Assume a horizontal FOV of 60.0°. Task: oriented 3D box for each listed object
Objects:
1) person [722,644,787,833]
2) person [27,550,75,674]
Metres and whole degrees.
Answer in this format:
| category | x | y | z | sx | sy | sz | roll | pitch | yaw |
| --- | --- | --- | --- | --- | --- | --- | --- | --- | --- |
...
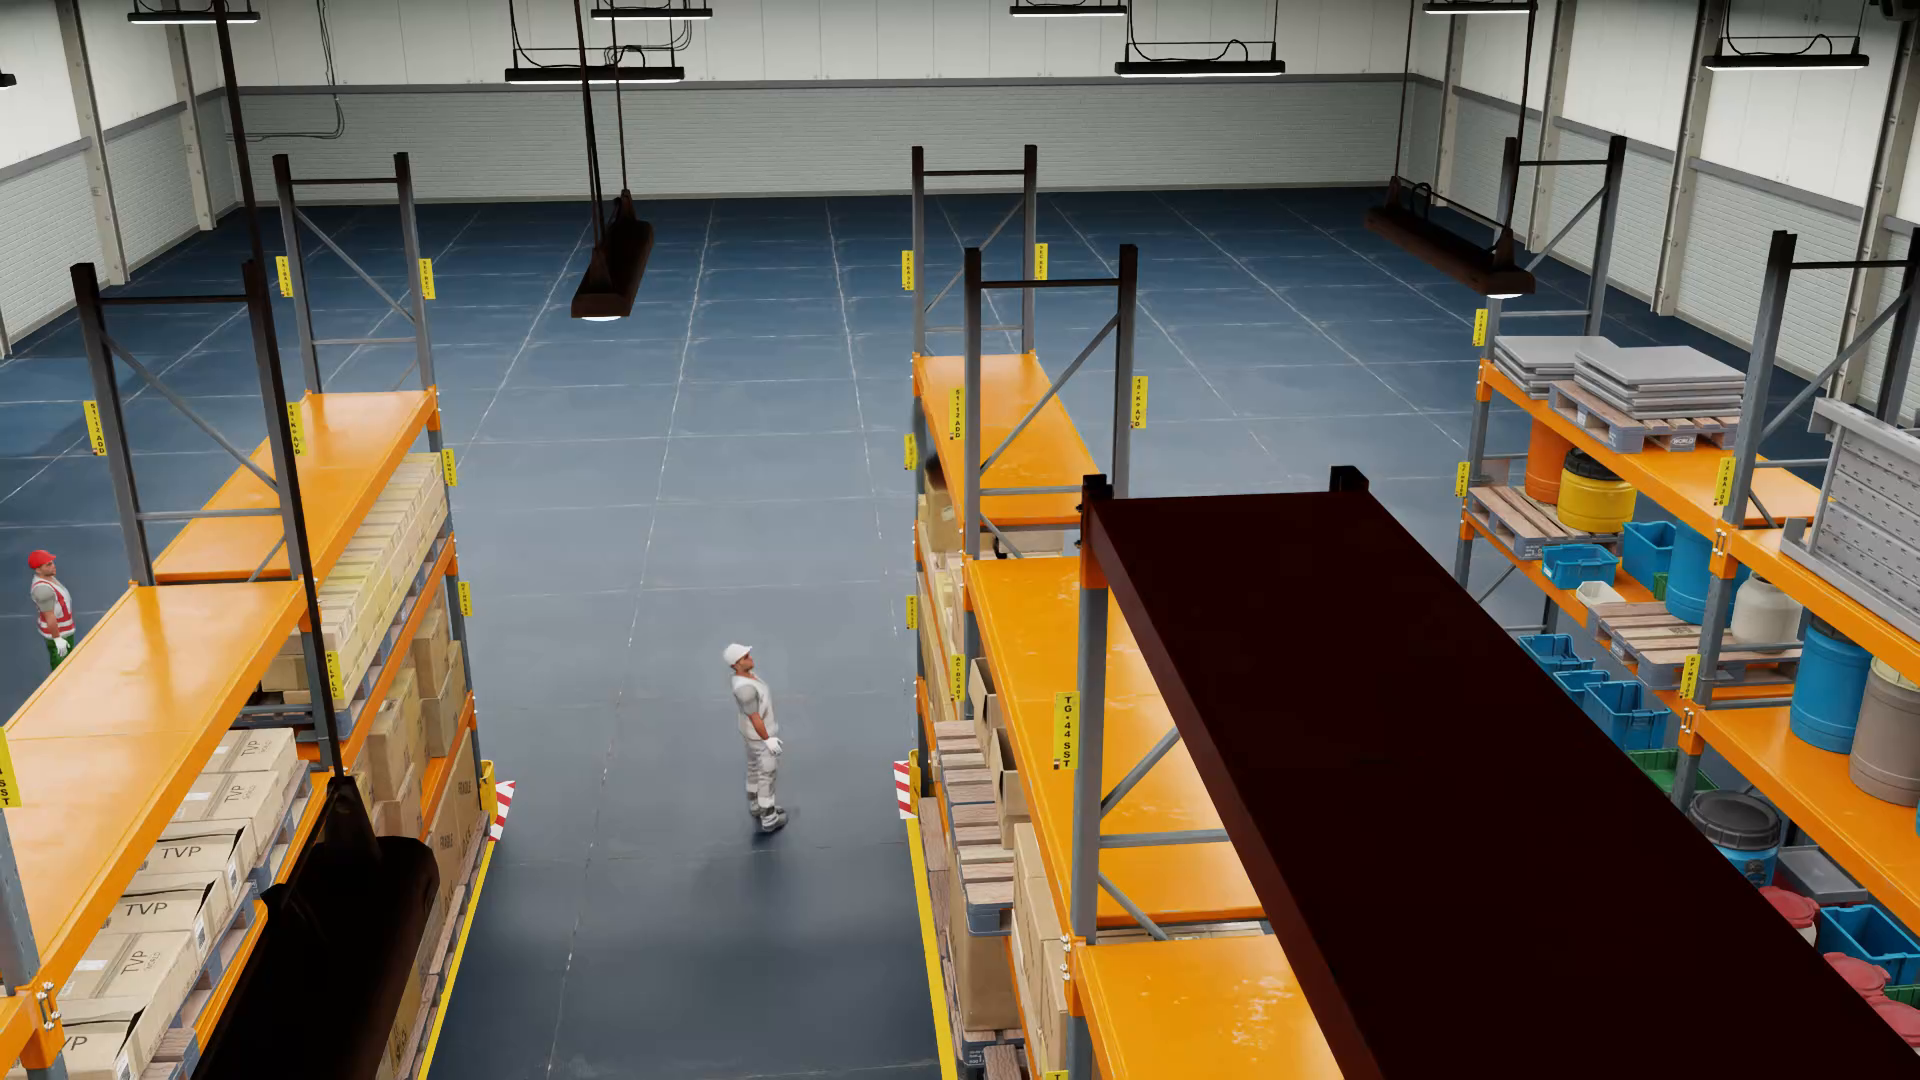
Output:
| category | x | y | z | sx | sy | sz | roll | pitch | yaw |
| --- | --- | --- | --- | --- | --- | --- | --- | --- | --- |
| person | -1.813 | 1.737 | 14.870 | 0.491 | 1.765 | 0.584 | -13 | 25 | -30 |
| person | -9.120 | 0.940 | 16.811 | 0.363 | 1.796 | 0.602 | -17 | 27 | -37 |
